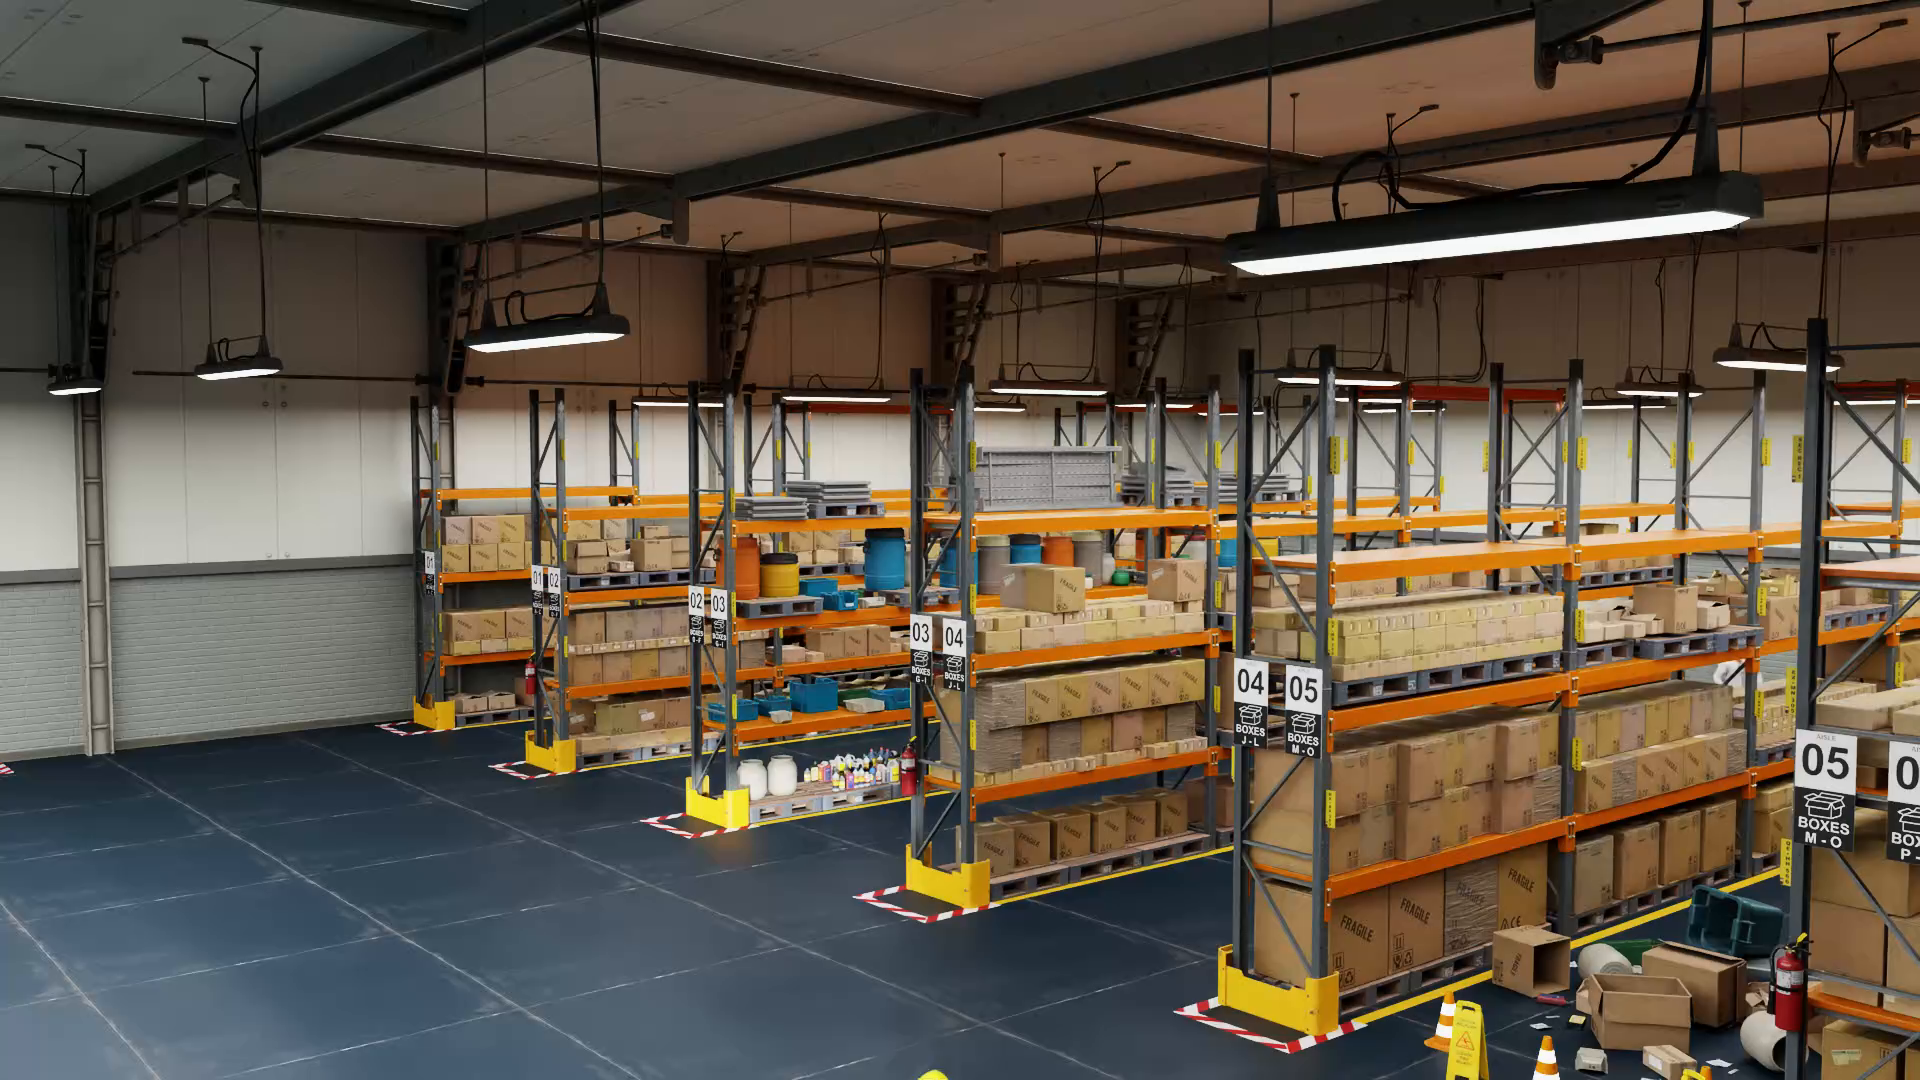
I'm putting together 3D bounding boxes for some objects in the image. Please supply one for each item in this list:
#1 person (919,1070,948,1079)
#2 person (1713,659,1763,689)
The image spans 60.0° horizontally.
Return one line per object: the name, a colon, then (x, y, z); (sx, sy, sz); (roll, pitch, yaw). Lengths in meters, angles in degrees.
person: (-0.148, 3.747, 9.011); (0.695, 1.773, 0.968); (0, 3, 3)
person: (13.312, 2.684, 28.282); (0.767, 1.661, 0.600); (-1, 3, -9)
